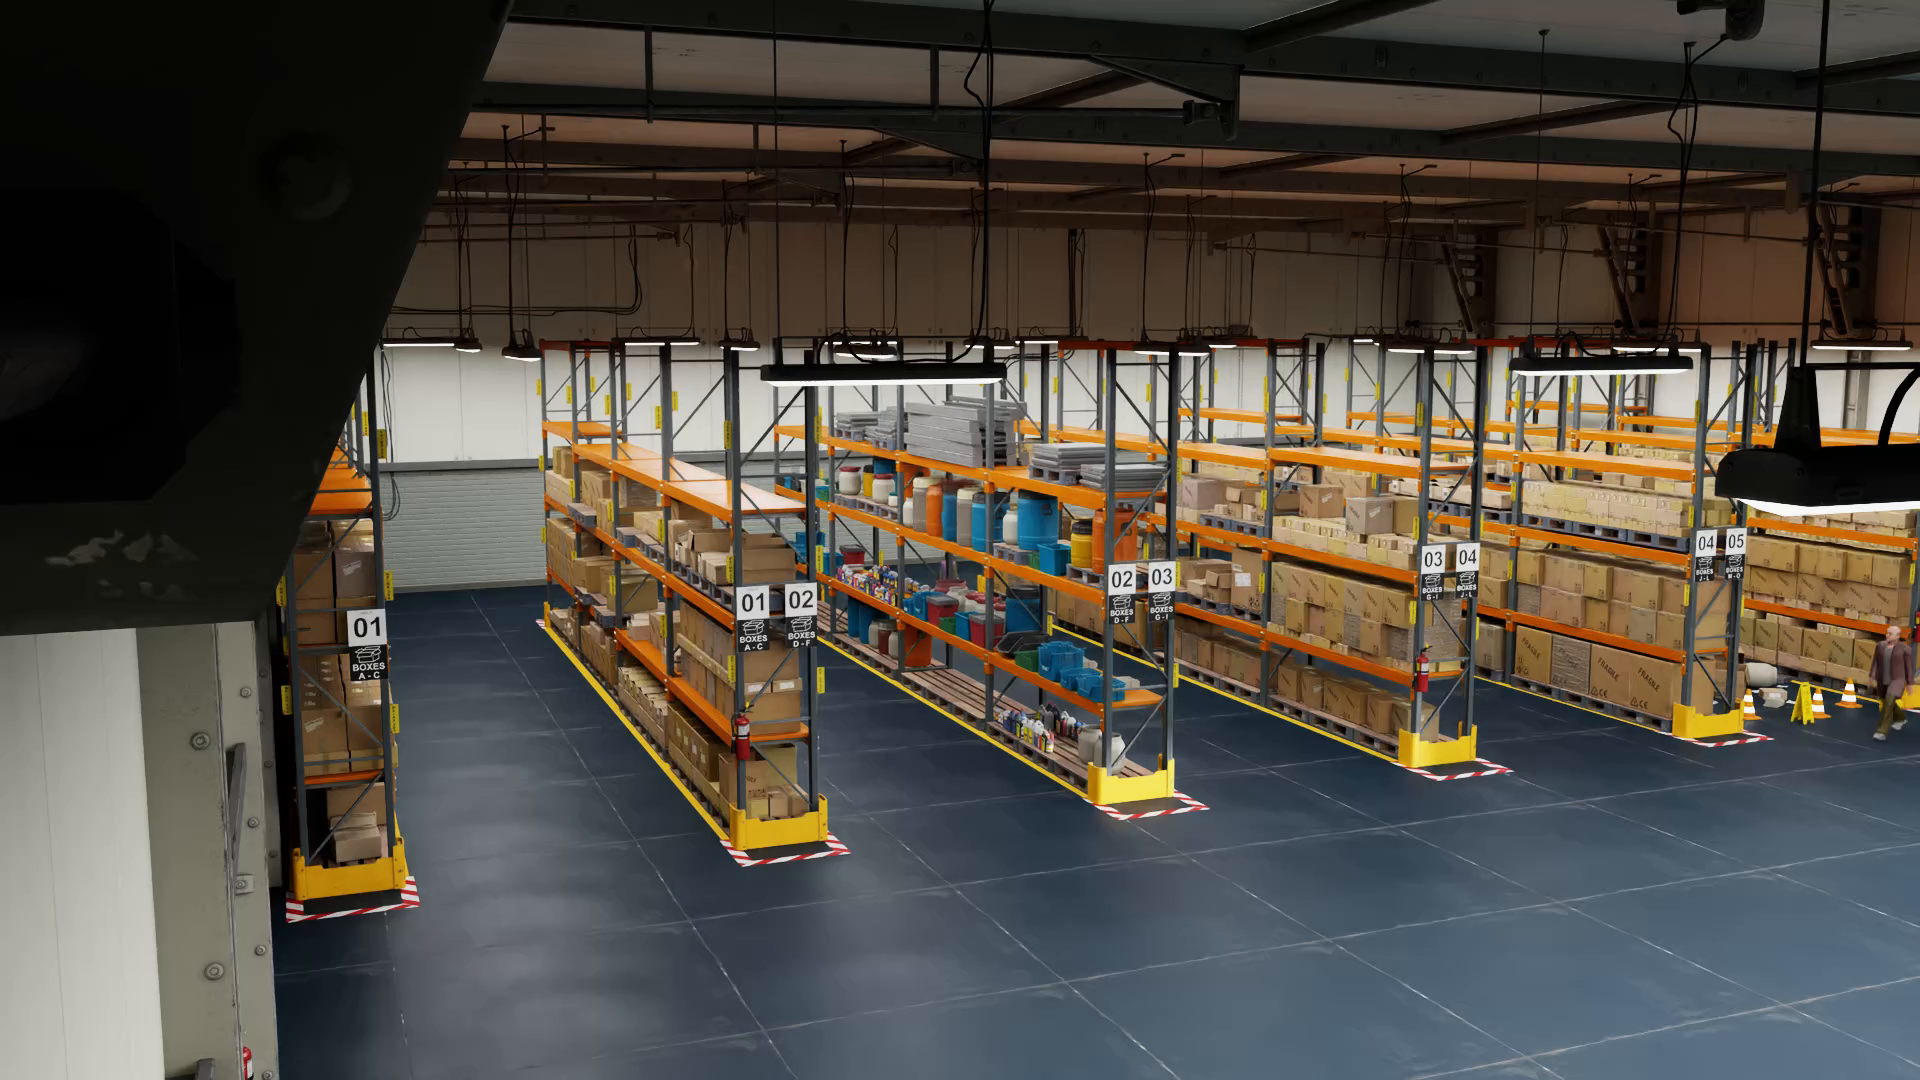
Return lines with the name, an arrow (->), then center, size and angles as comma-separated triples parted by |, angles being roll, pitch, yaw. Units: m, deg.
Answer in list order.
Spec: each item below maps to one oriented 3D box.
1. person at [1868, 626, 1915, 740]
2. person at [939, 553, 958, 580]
person -> 14.274, 2.160, 25.462 | 1.111, 1.736, 0.629 | -5, 9, -32
person -> -0.237, 1.002, 34.856 | 0.435, 1.599, 0.430 | 3, 8, 23
